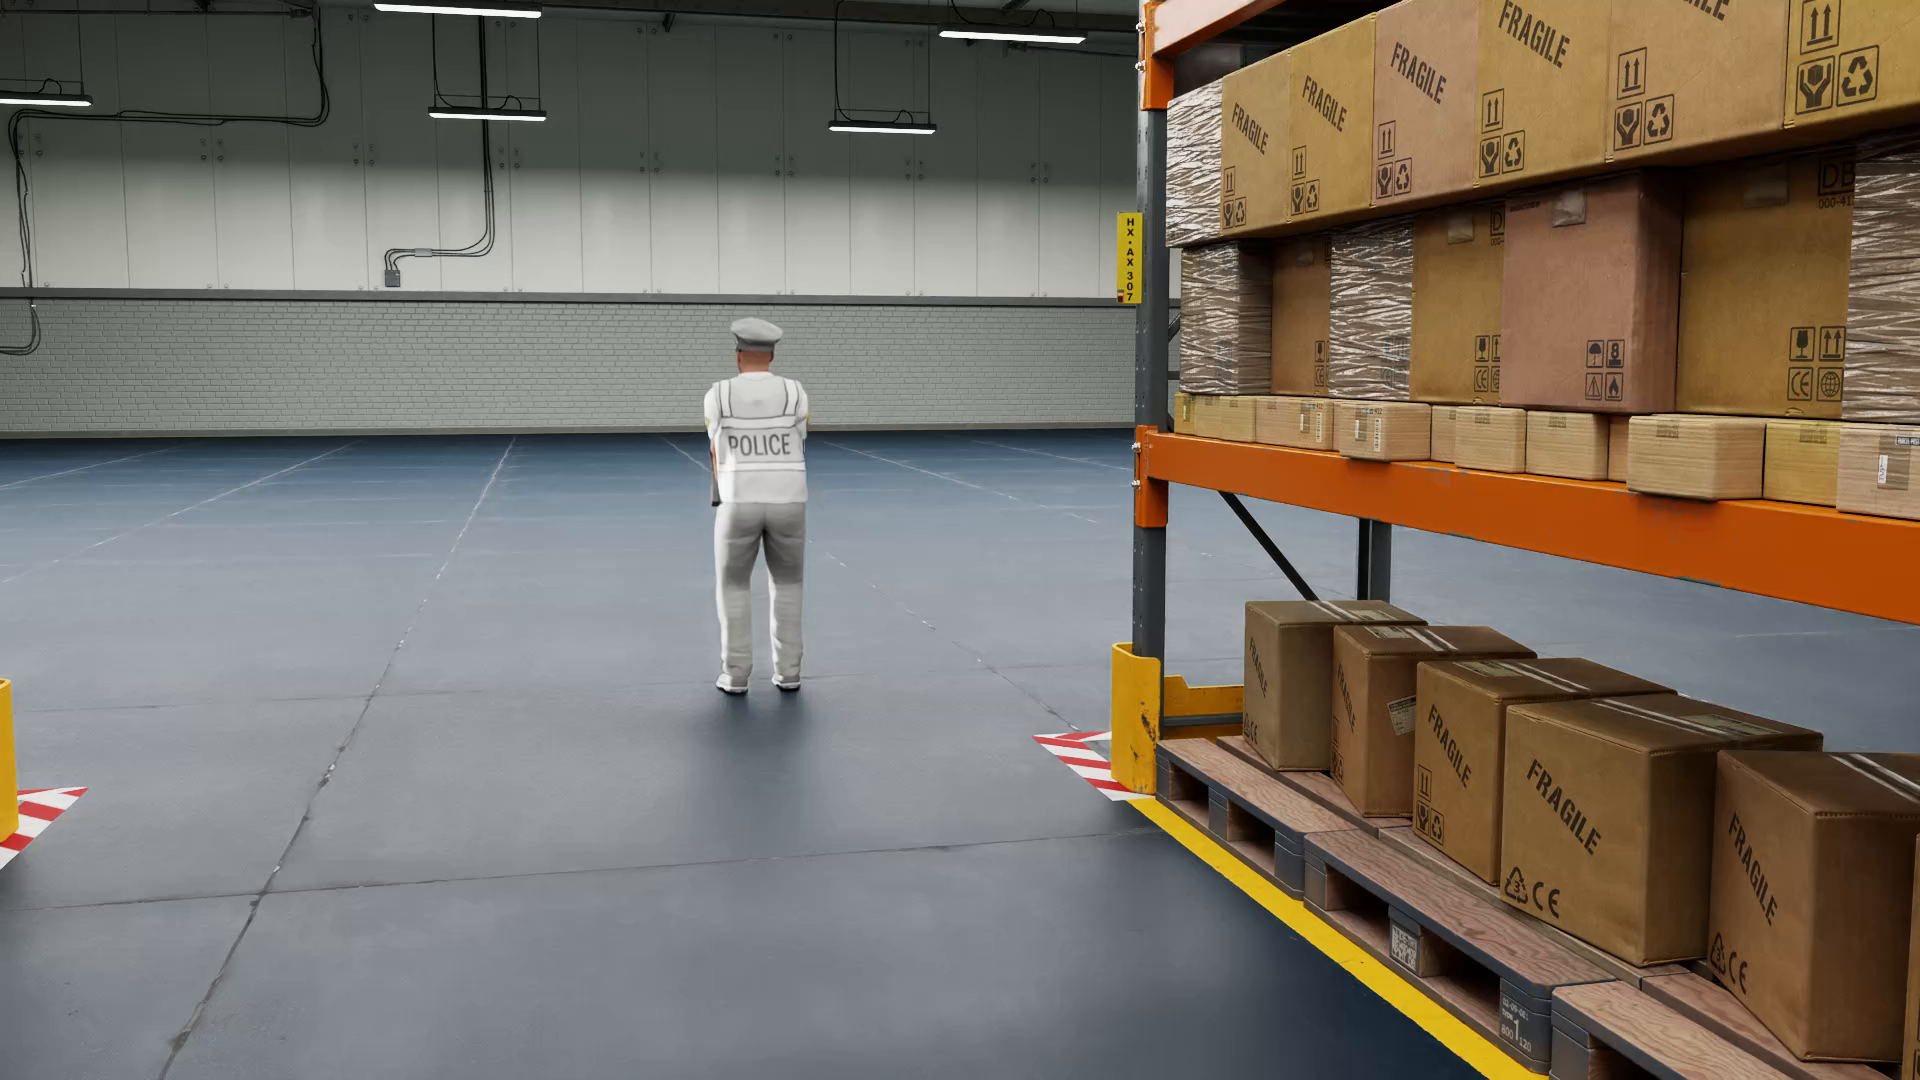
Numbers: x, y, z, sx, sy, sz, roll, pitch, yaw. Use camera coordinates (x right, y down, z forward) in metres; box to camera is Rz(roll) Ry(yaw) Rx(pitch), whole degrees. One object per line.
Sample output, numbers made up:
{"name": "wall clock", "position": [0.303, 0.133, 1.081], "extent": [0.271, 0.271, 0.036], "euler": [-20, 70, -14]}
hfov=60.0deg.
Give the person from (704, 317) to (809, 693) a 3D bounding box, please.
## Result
{"name": "person", "position": [-0.975, -0.169, 7.937], "extent": [0.492, 1.770, 0.565], "euler": [-1, 6, -13]}
